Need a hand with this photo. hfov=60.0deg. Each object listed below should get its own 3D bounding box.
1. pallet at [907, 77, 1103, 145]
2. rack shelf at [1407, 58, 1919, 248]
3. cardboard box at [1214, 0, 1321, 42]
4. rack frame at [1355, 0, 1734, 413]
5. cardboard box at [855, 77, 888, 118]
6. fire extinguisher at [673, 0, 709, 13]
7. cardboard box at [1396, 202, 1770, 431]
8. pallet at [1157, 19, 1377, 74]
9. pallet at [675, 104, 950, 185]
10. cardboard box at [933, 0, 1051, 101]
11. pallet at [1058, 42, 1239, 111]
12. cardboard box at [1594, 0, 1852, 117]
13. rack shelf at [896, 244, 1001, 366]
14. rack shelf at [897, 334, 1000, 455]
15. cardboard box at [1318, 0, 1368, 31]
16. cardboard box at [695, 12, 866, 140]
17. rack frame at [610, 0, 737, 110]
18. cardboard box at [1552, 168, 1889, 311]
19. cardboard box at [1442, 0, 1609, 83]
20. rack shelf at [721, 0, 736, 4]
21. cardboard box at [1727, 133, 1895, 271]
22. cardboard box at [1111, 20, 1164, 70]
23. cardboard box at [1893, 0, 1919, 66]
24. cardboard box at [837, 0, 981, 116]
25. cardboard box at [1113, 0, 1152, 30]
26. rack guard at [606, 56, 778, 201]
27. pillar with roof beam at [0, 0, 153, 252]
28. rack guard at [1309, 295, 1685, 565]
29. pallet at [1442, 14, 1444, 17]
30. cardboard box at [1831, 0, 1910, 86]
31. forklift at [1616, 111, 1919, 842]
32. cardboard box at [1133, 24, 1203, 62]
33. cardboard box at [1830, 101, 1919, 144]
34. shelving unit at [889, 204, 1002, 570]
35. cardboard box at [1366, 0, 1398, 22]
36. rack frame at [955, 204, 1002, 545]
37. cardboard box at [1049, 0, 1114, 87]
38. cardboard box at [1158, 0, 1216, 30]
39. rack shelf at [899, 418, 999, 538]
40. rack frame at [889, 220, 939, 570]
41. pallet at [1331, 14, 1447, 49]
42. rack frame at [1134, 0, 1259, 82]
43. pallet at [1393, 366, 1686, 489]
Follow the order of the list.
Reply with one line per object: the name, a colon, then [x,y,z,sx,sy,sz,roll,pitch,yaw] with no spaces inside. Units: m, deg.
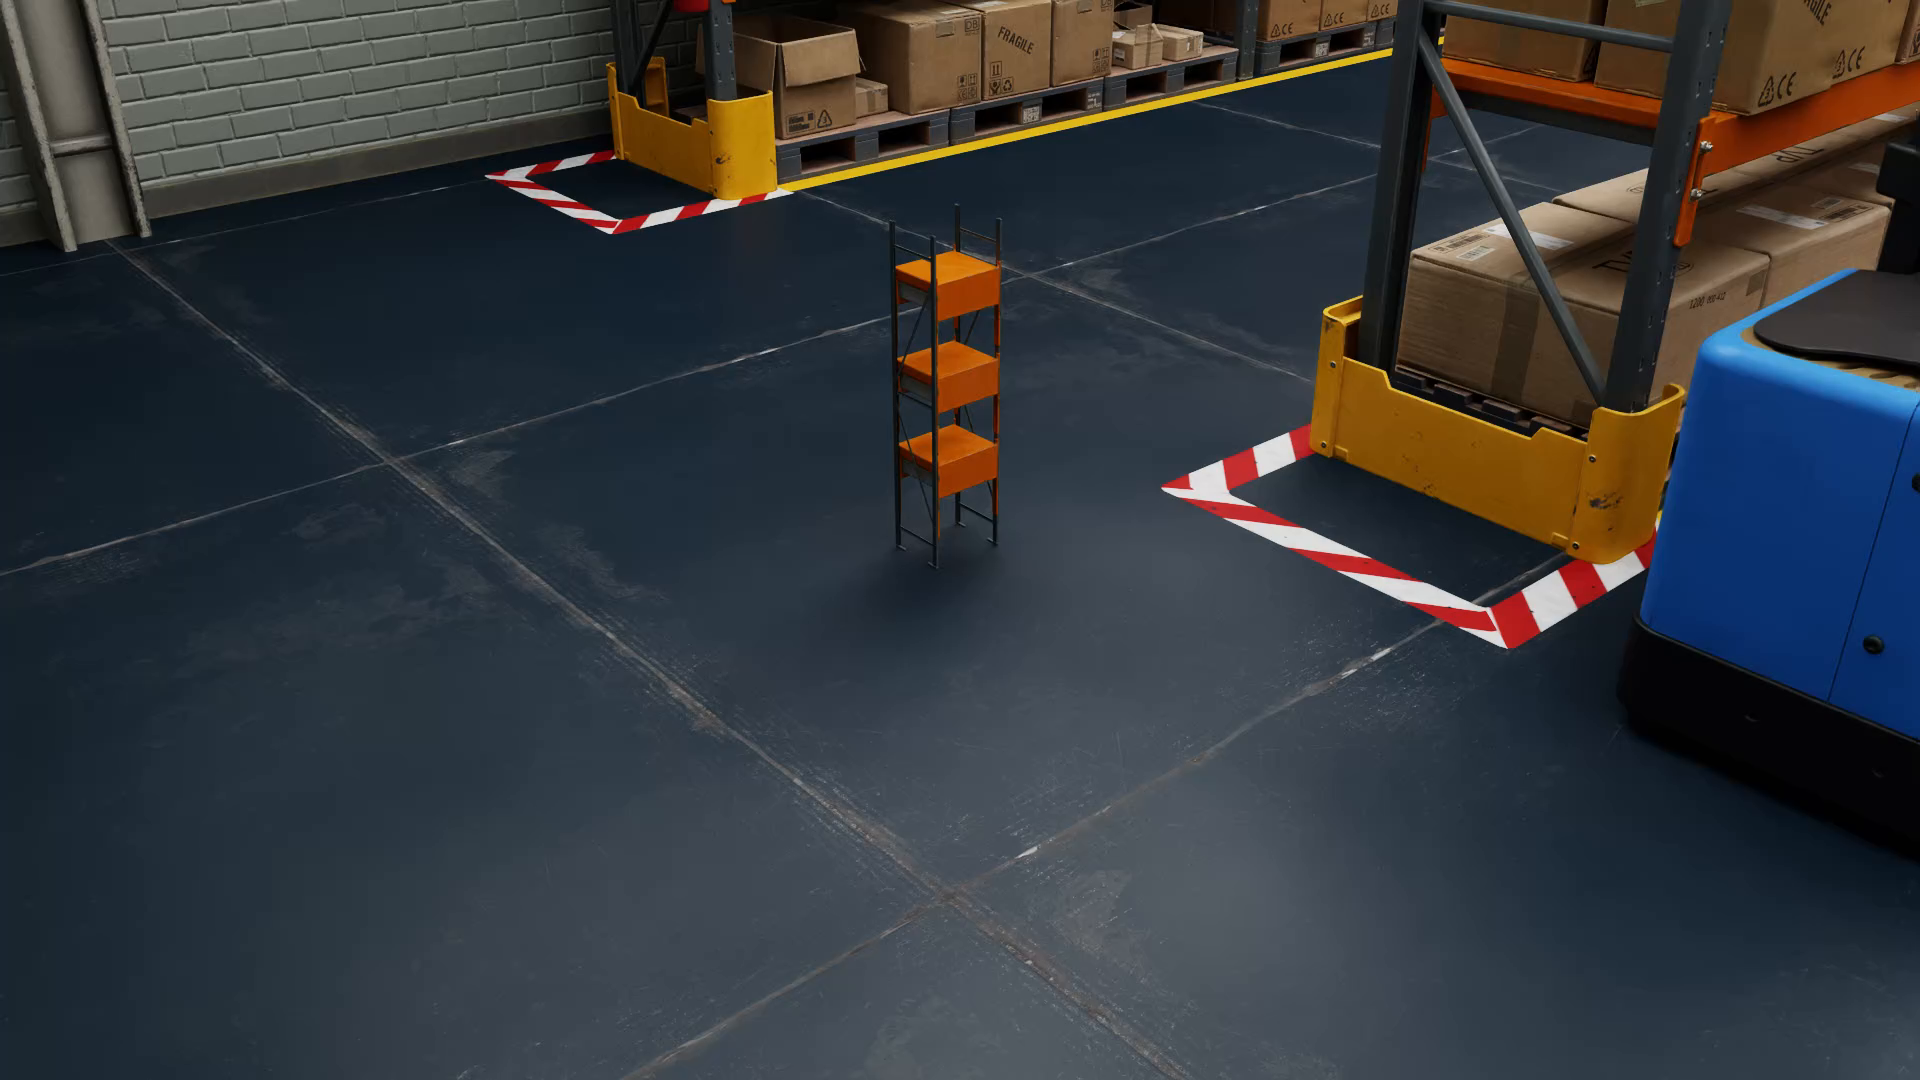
pallet: [0.099,-2.691,10.063,1.213,0.211,1.003,-22,35,-35]
rack shelf: [3.254,-1.799,6.196,4.000,0.370,1.077,-22,35,-35]
cardboard box: [2.065,-3.656,11.116,0.500,0.500,0.500,-20,34,-33]
rack frame: [1.732,-1.504,4.882,0.127,3.000,1.000,-22,35,-35]
cardboard box: [-0.617,-2.480,9.287,0.250,0.149,0.380,-24,36,-37]
fire extinguisher: [-1.304,-2.873,7.922,0.183,0.674,0.296,-22,35,-35]
cardboard box: [2.169,-0.797,5.832,0.875,0.438,0.875,-23,36,-37]
pallet: [2.145,-3.539,11.648,1.213,0.211,1.003,-22,35,-35]
pallet: [-0.829,-2.320,9.368,1.213,0.211,1.003,-22,35,-35]
cardboard box: [0.177,-2.892,9.686,0.500,0.500,0.500,-21,35,-34]
pallet: [1.028,-3.067,10.765,1.213,0.211,1.003,-22,35,-35]
cardboard box: [2.284,-1.592,4.940,0.500,0.500,0.500,-22,35,-35]
rack shelf: [-0.041,-0.688,4.843,0.240,0.259,0.215,-22,35,-35]
rack shelf: [-0.041,-0.437,4.977,0.240,0.259,0.215,-22,35,-35]
cardboard box: [2.463,-3.823,11.427,0.500,0.500,0.500,-22,35,-36]
cardboard box: [-0.965,-2.520,8.986,0.637,0.503,0.797,-24,36,-37]
rack frame: [-1.492,-3.283,8.210,0.127,3.000,1.000,-22,35,-35]
cardboard box: [2.860,-1.080,6.361,0.875,0.438,0.875,-21,34,-34]
cardboard box: [1.927,-1.791,5.312,0.500,0.500,0.500,-22,35,-35]
rack shelf: [0.029,-3.577,9.525,4.000,0.370,1.077,-22,35,-35]
cardboard box: [3.547,-1.355,6.876,0.875,0.438,0.875,-23,36,-36]
cardboard box: [1.046,-3.101,10.325,0.258,0.266,0.396,-20,34,-33]
cardboard box: [3.049,-1.906,5.528,0.500,0.500,0.500,-22,35,-35]
cardboard box: [-0.290,-2.766,9.450,0.500,0.500,0.700,-20,34,-33]
cardboard box: [0.895,-3.388,10.815,0.500,0.311,0.500,-20,34,-33]
rack guard: [-1.434,-2.203,8.843,0.348,0.500,1.175,-22,35,-35]
pillar with roof beam: [-1.334,-3.883,2.969,0.400,9.000,9.100,-22,35,-35]
rack guard: [1.714,-0.394,5.457,0.348,0.500,1.175,-22,35,-35]
pallet: [4.001,-4.285,13.045,1.213,0.211,1.003,-22,35,-35]
cardboard box: [2.650,-1.757,5.249,0.500,0.500,0.500,-22,35,-36]
forklift: [3.148,-1.107,4.211,3.031,2.935,1.130,-23,36,-36]
cardboard box: [1.317,-3.158,10.557,0.250,0.149,0.380,-23,36,-36]
cardboard box: [4.228,-1.629,7.389,0.875,0.438,0.875,-22,35,-36]
shelving unit: [-0.041,-0.447,4.972,0.252,1.050,0.215,-22,35,-35]
cardboard box: [2.846,-3.974,11.710,0.500,0.500,0.500,-23,36,-36]
rack frame: [0.052,-0.484,5.042,0.008,1.050,0.200,-22,35,-35]
cardboard box: [0.500,-3.084,10.044,0.500,0.500,0.700,-23,36,-37]
cardboard box: [1.732,-3.845,11.469,0.500,0.500,0.500,-22,35,-35]
rack shelf: [-0.041,-0.192,5.108,0.240,0.259,0.215,-22,35,-35]
rack frame: [-0.134,-0.409,4.902,0.008,1.050,0.200,-22,35,-35]
pallet: [3.074,-3.914,12.350,1.213,0.211,1.003,-22,35,-35]
rack frame: [1.551,-4.506,10.500,0.127,3.000,1.000,-22,35,-35]
pallet: [2.290,-0.547,6.049,1.213,0.211,1.003,-22,35,-35]
